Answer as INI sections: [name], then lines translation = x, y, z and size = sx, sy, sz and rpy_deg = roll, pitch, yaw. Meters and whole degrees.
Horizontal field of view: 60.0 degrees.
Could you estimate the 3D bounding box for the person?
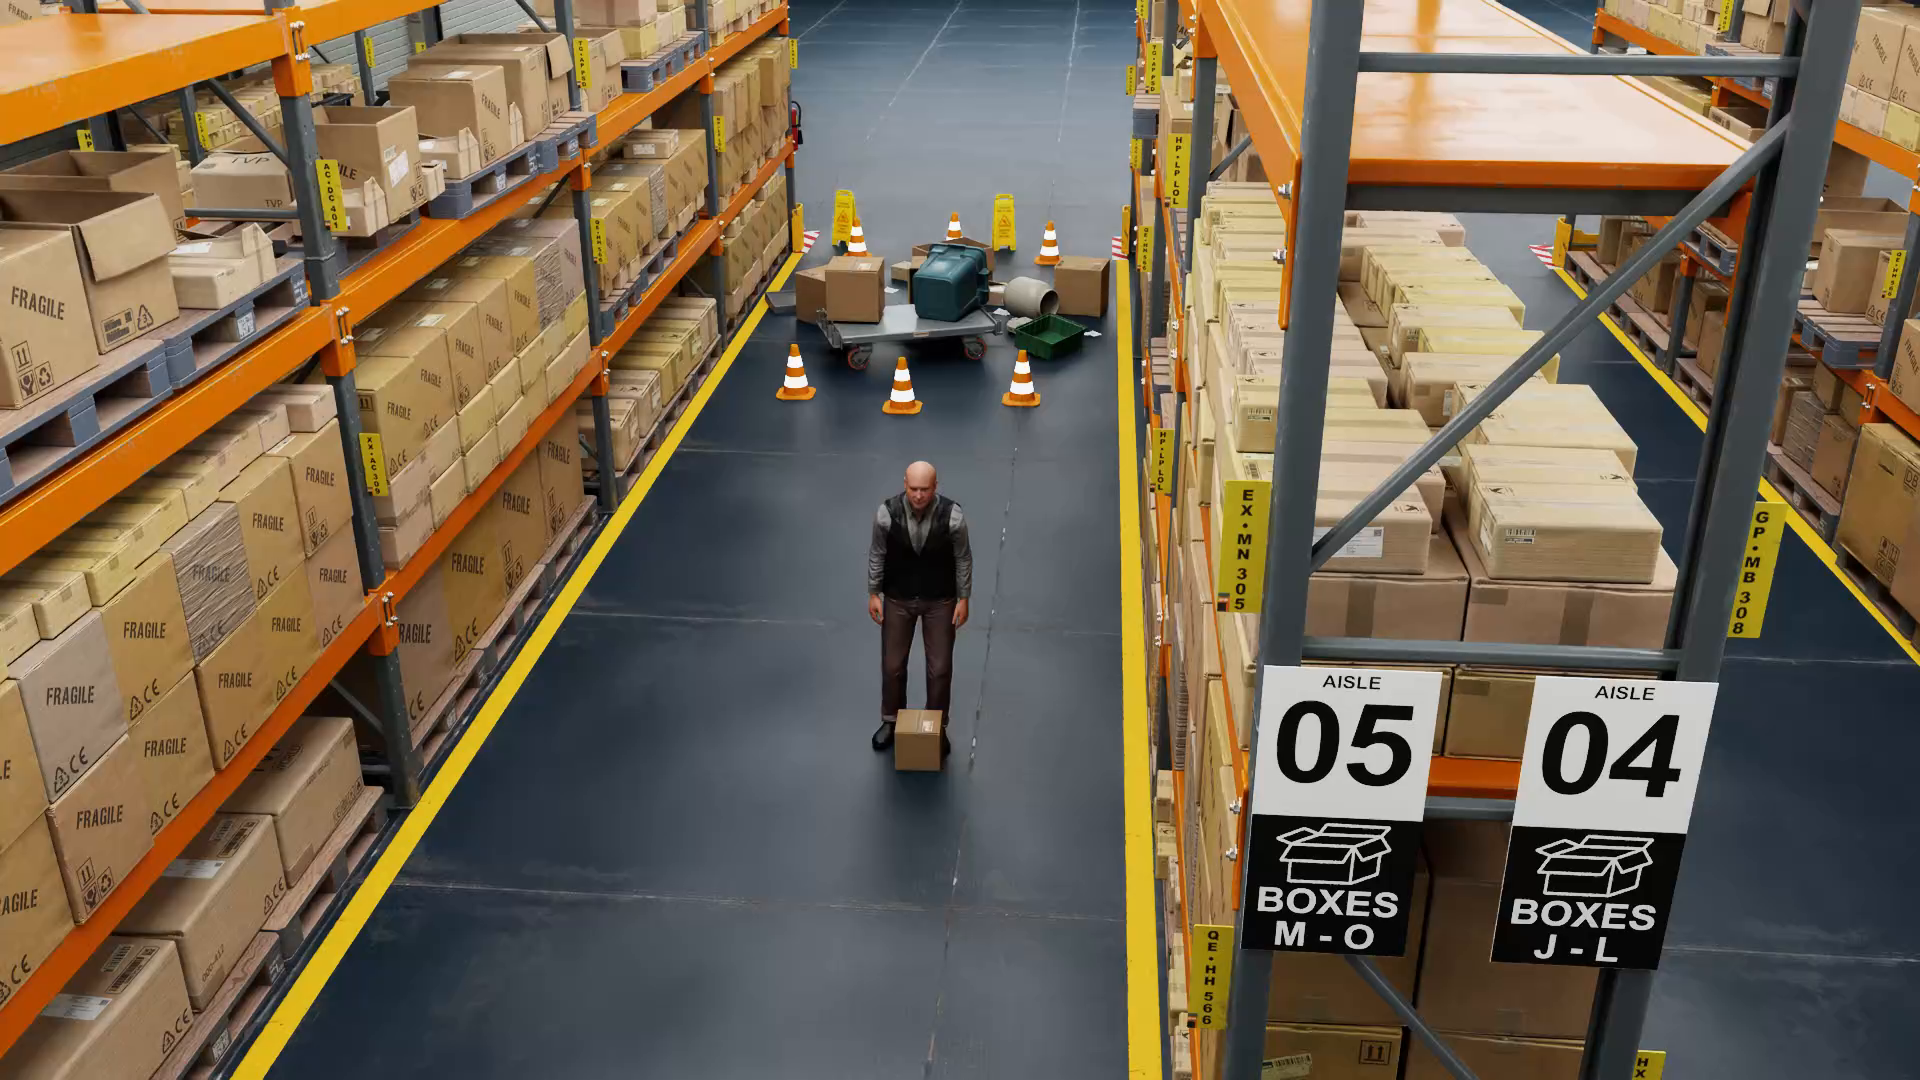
[person]
translation = -0.229, 0.347, 9.271
size = 0.570, 1.721, 0.464
rpy_deg = 2, 24, 4
